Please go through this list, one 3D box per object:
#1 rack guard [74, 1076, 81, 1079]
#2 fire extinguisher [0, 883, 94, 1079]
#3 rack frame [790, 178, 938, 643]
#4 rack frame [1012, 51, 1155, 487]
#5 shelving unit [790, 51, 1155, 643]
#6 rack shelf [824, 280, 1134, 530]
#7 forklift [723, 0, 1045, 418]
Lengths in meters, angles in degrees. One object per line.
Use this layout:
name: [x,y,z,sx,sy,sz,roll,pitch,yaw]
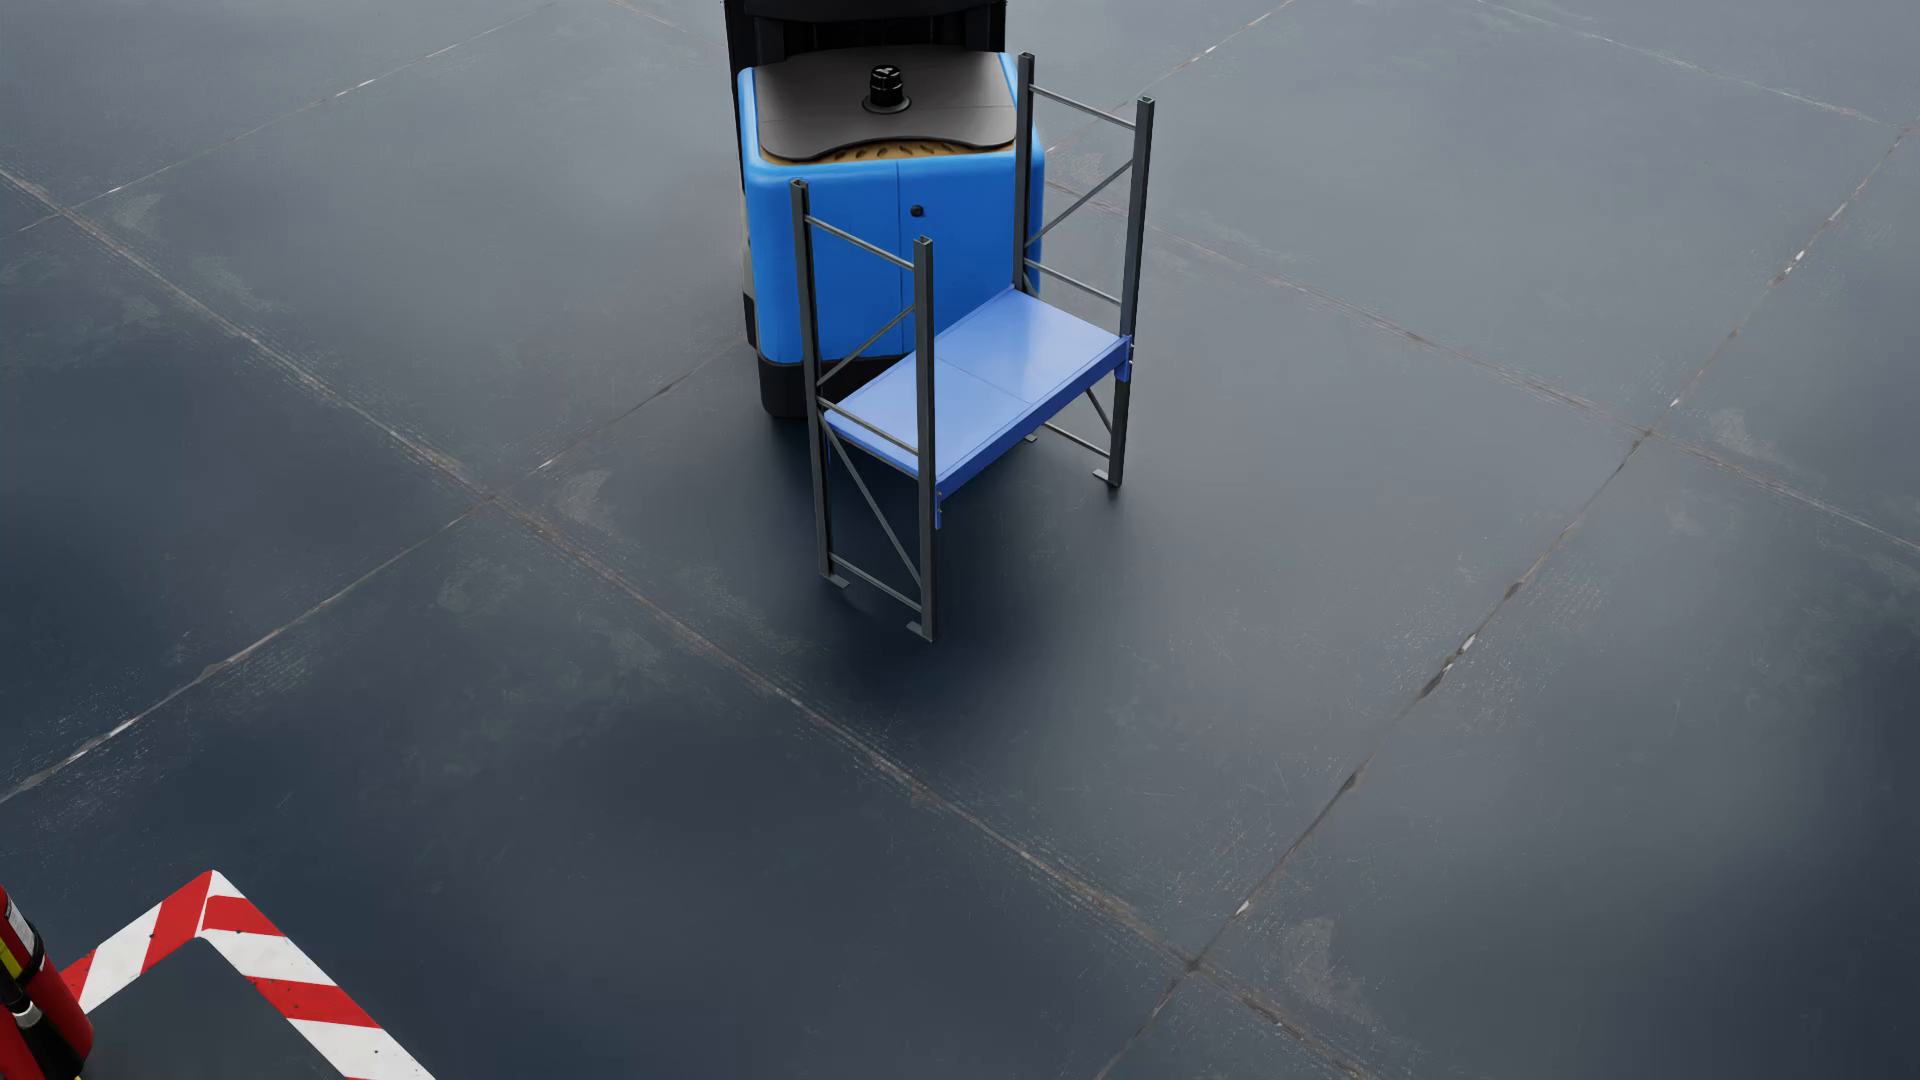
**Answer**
rack guard: [-2.090,1.433,3.803,1.175,0.500,0.348,29,50,28]
fire extinguisher: [-1.674,0.689,2.820,0.296,0.674,0.183,29,50,28]
rack frame: [-0.272,-0.337,5.006,0.500,1.500,0.032,29,50,28]
rack frame: [0.382,-0.861,5.582,0.500,1.500,0.032,29,50,28]
shelving unit: [0.055,-0.599,5.294,0.538,1.500,1.048,29,50,28]
rack shelf: [0.055,-0.466,5.415,0.538,0.185,1.000,29,50,28]
forklift: [-0.398,-2.527,6.351,1.130,2.935,3.031,-5,43,-5]
